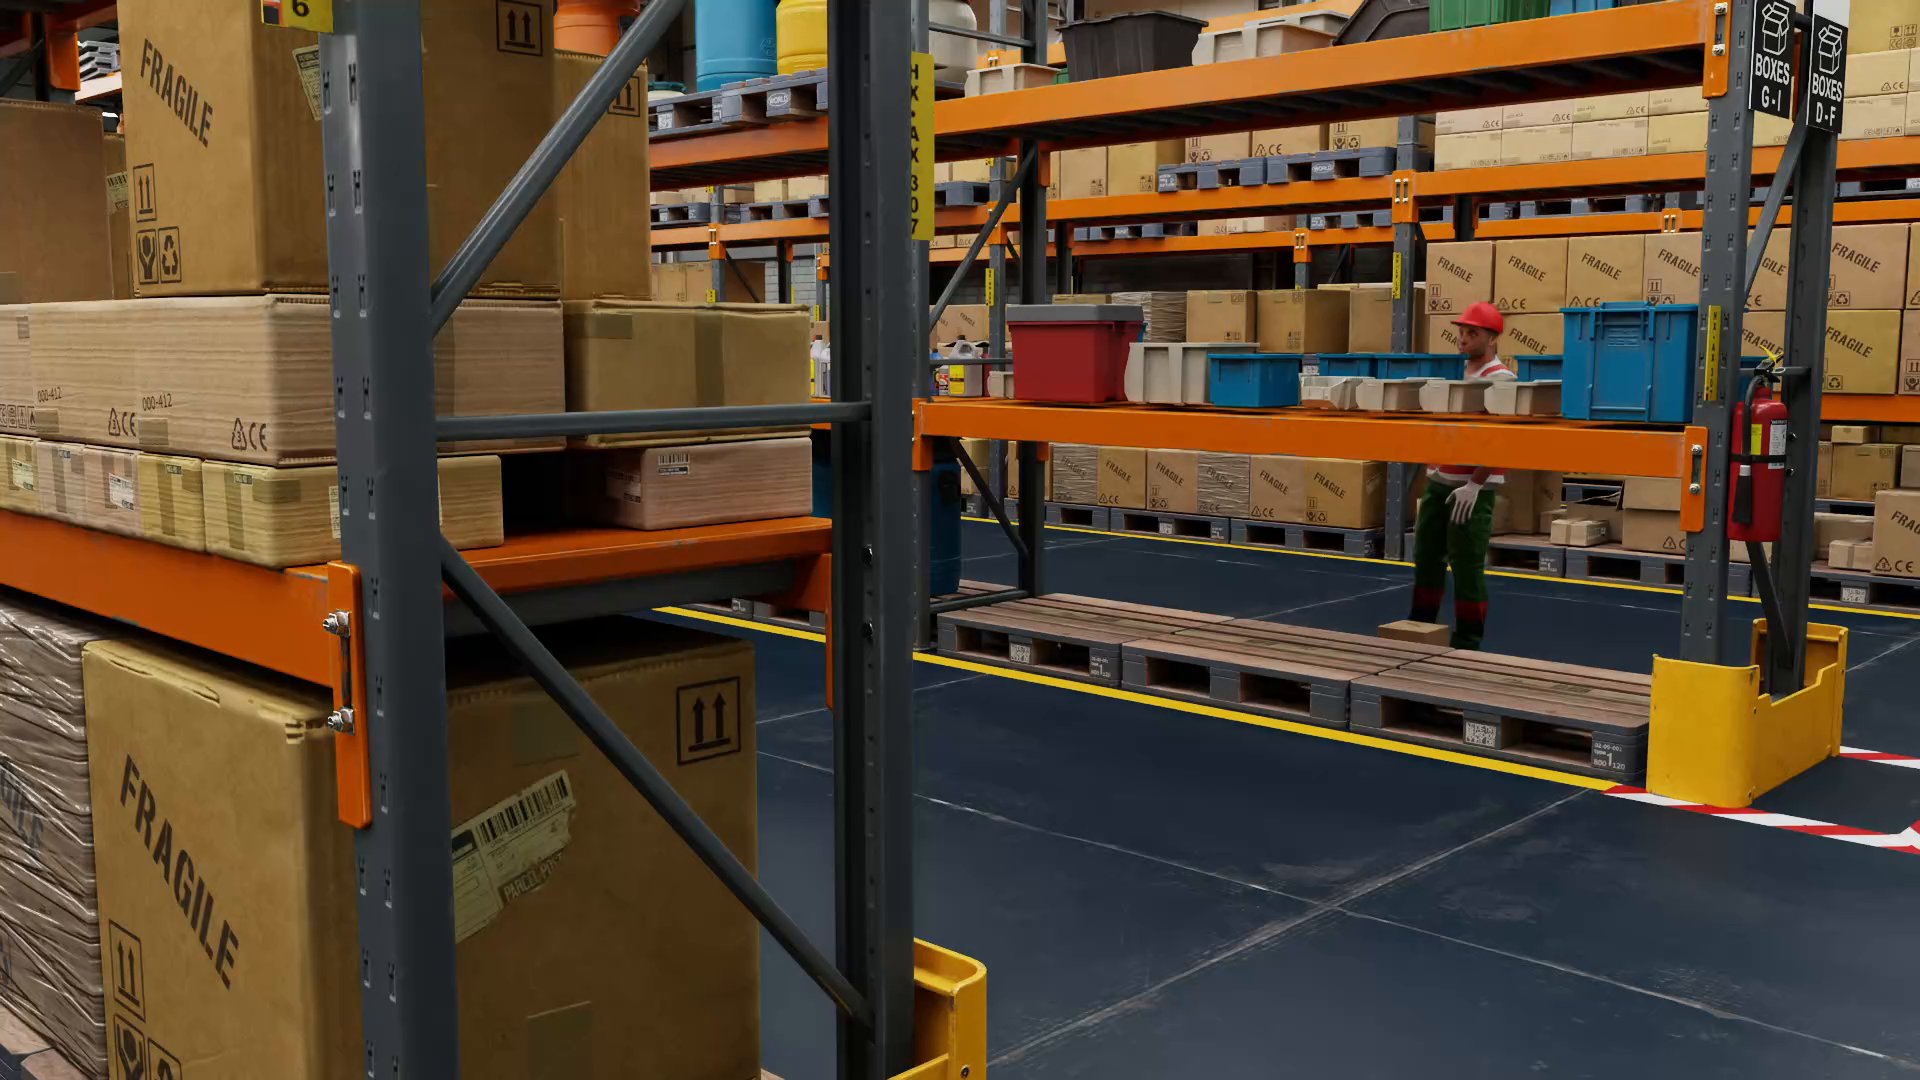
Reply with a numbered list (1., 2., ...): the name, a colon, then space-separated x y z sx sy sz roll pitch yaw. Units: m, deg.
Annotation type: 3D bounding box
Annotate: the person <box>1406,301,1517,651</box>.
1. person: 2.404 -0.261 8.190 0.420 1.806 0.725 -2 7 -15
